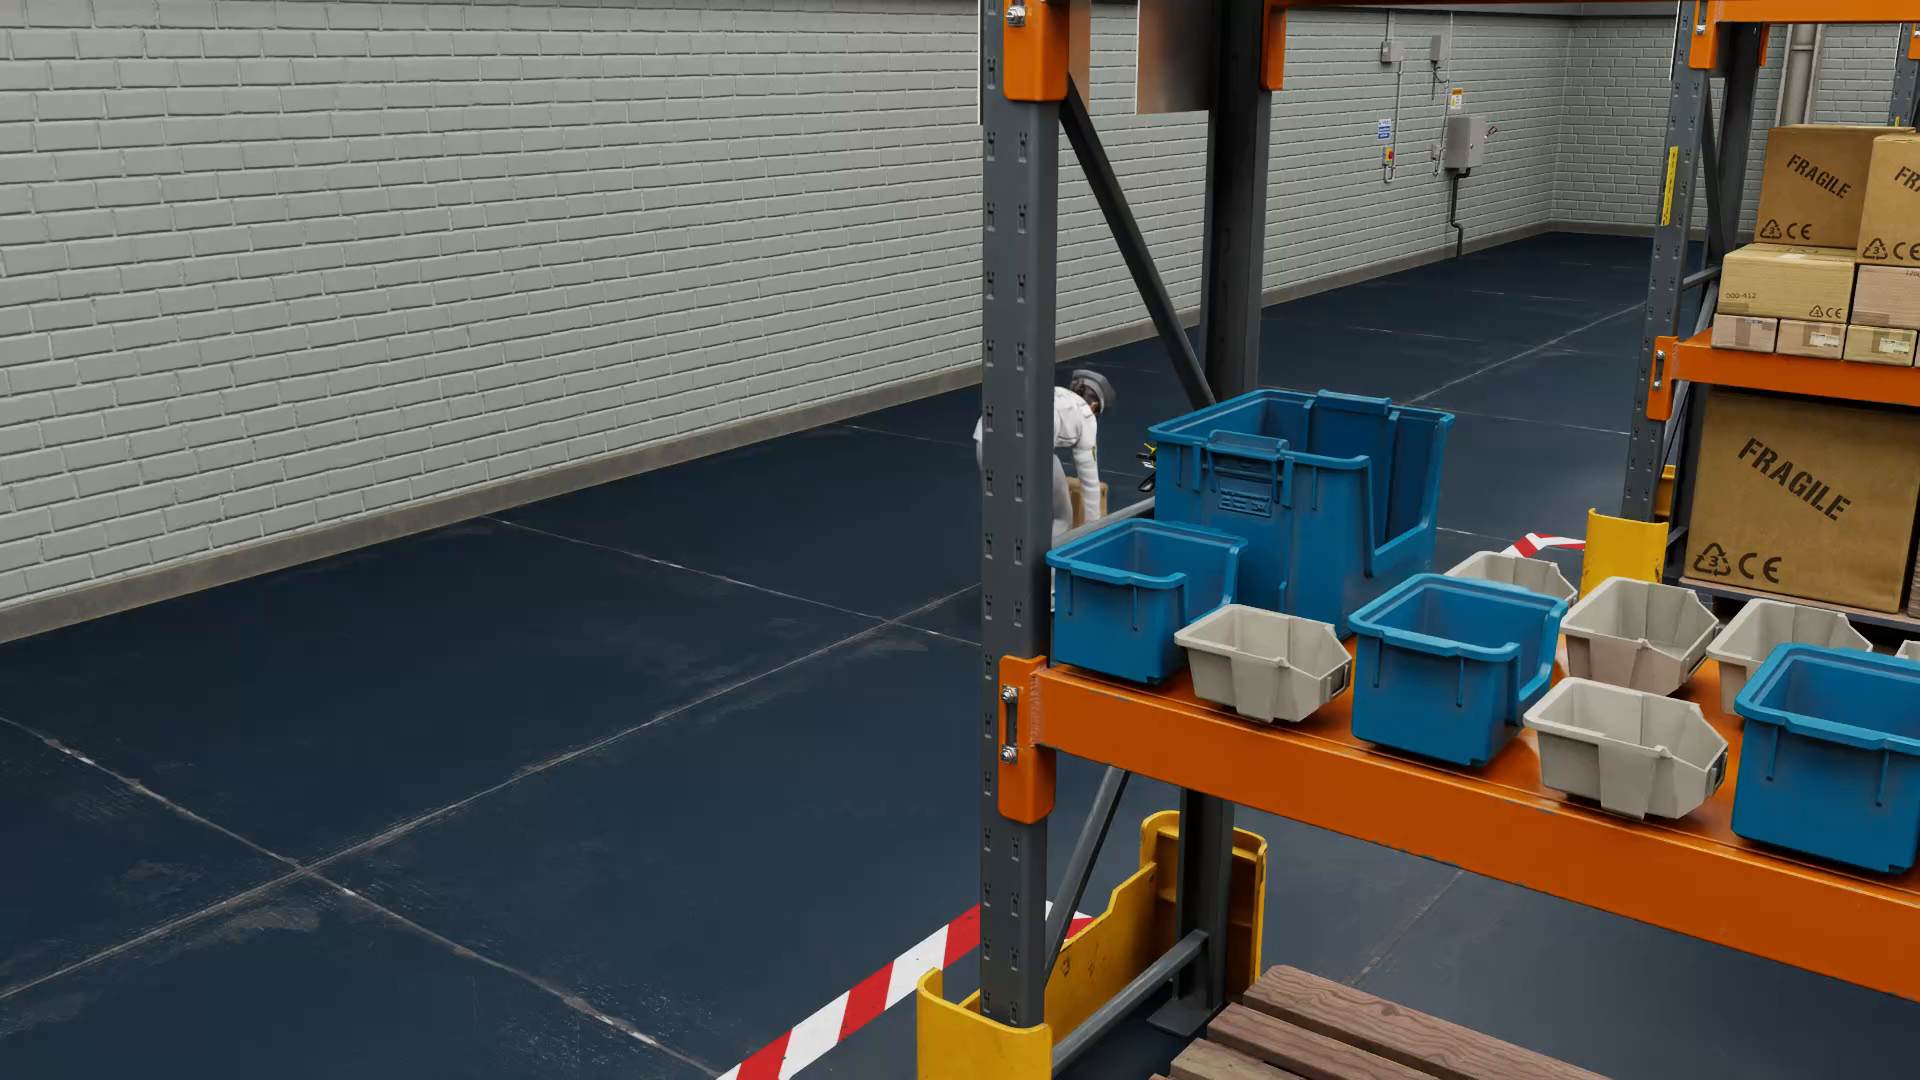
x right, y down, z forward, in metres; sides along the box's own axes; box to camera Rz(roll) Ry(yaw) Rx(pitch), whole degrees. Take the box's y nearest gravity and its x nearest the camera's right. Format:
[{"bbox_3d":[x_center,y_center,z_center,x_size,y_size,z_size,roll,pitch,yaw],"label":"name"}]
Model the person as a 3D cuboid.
[{"bbox_3d":[0.415,-0.227,7.842,0.413,1.067,0.926,11,20,33],"label":"person"}]
